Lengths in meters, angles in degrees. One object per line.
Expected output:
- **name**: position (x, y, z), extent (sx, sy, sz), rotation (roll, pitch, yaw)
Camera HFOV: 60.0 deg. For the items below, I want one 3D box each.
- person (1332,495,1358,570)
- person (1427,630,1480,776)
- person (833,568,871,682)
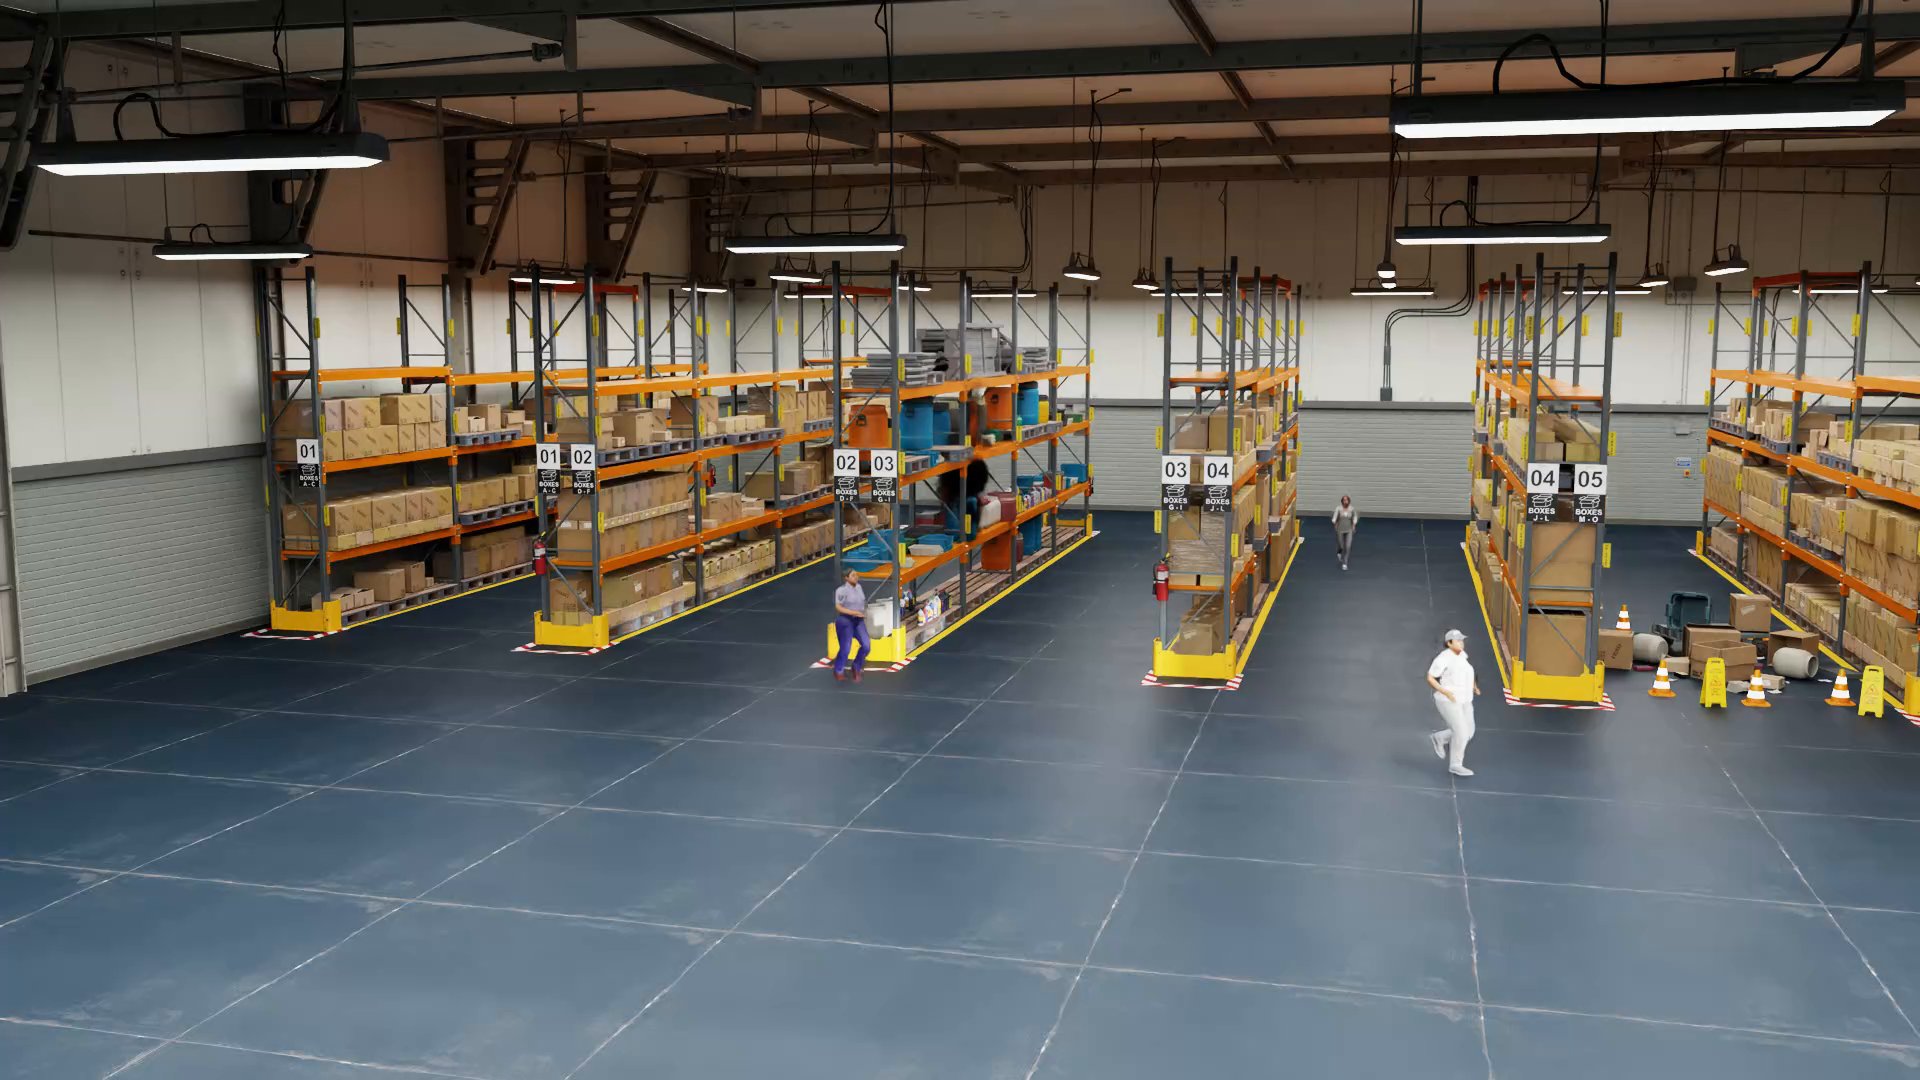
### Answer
- **person**: position (8.047, -0.172, 34.796), extent (0.524, 1.561, 0.651), rotation (1, 7, 7)
- **person**: position (5.567, 1.817, 18.852), extent (0.613, 1.621, 0.687), rotation (-5, 9, -34)
- **person**: position (-1.514, 1.223, 23.608), extent (0.628, 1.676, 0.671), rotation (-7, 10, -42)
